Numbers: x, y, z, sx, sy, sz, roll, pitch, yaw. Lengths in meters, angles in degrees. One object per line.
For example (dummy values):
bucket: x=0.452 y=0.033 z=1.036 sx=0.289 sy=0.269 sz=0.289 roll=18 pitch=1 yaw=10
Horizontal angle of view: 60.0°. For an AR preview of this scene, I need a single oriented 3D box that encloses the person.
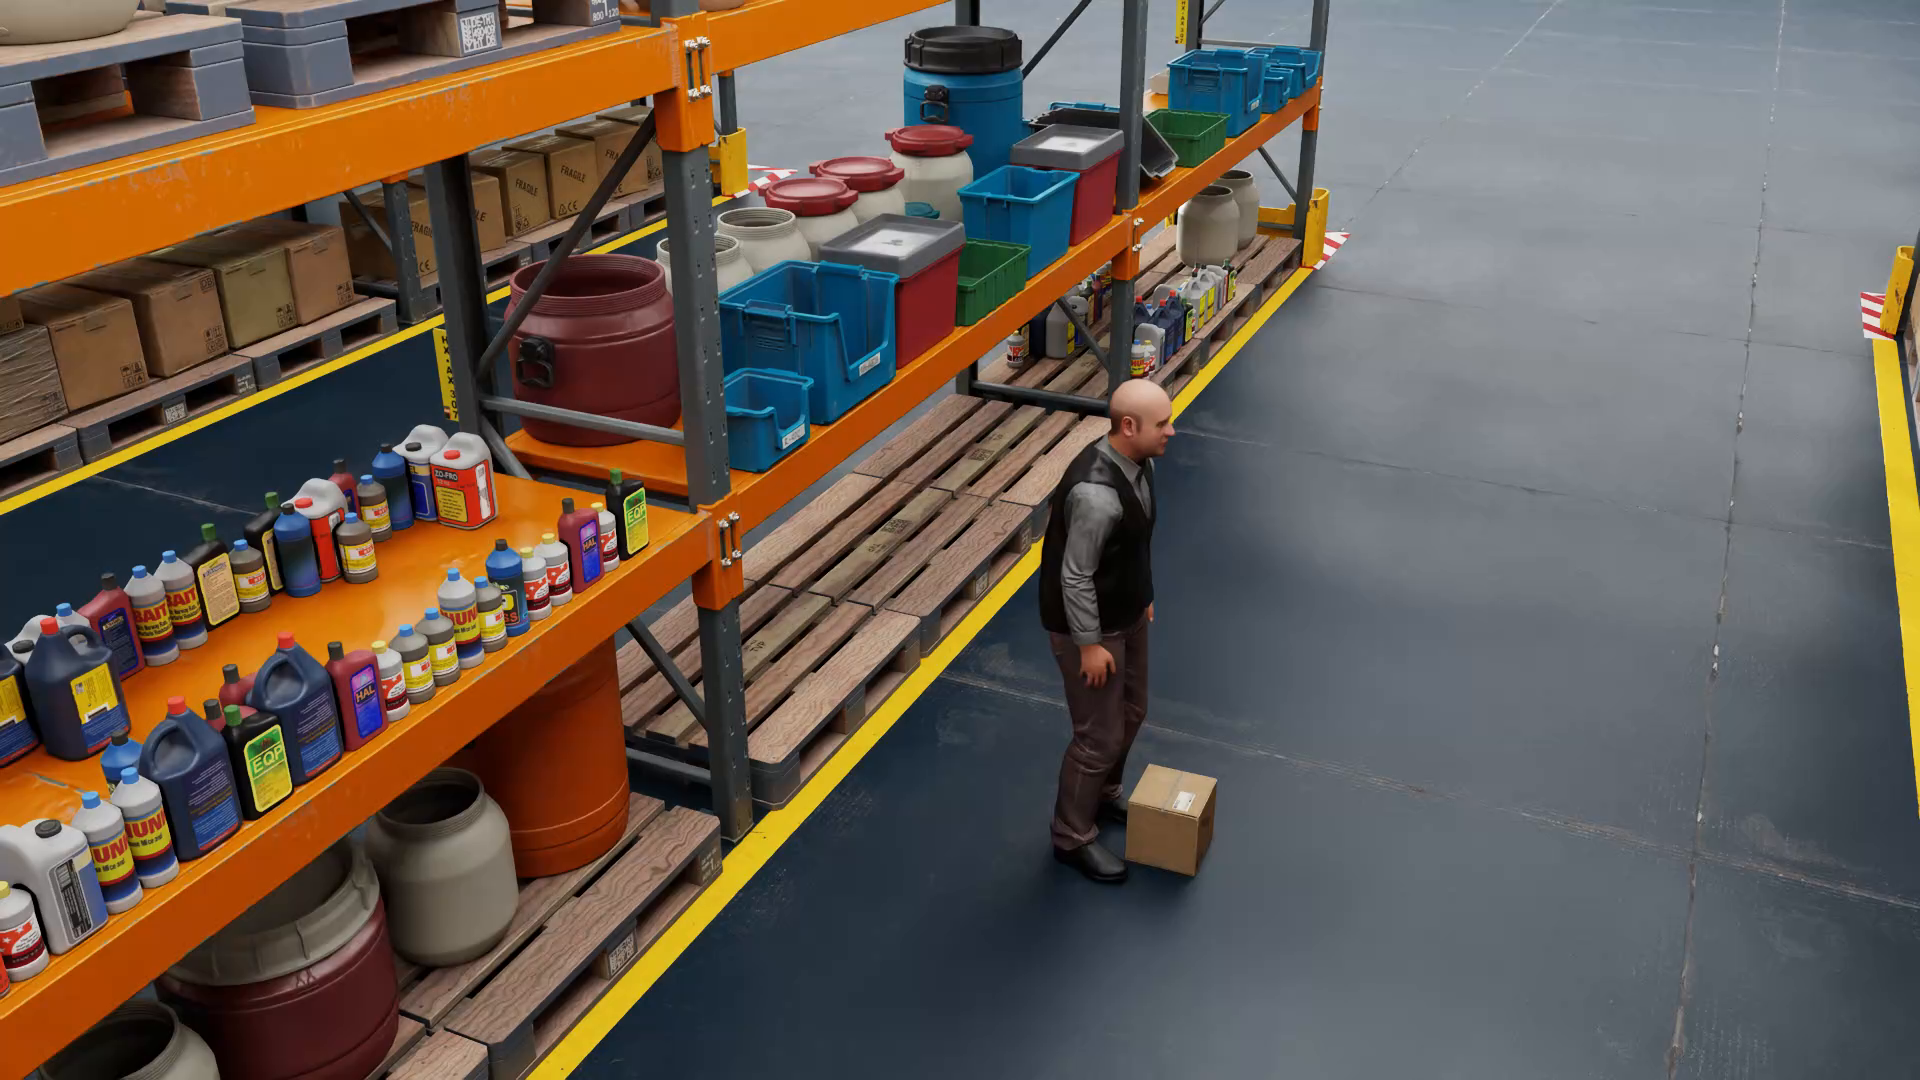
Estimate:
person: x=0.480 y=0.269 z=5.588 sx=0.412 sy=1.721 sz=0.583 roll=11 pitch=28 yaw=21
